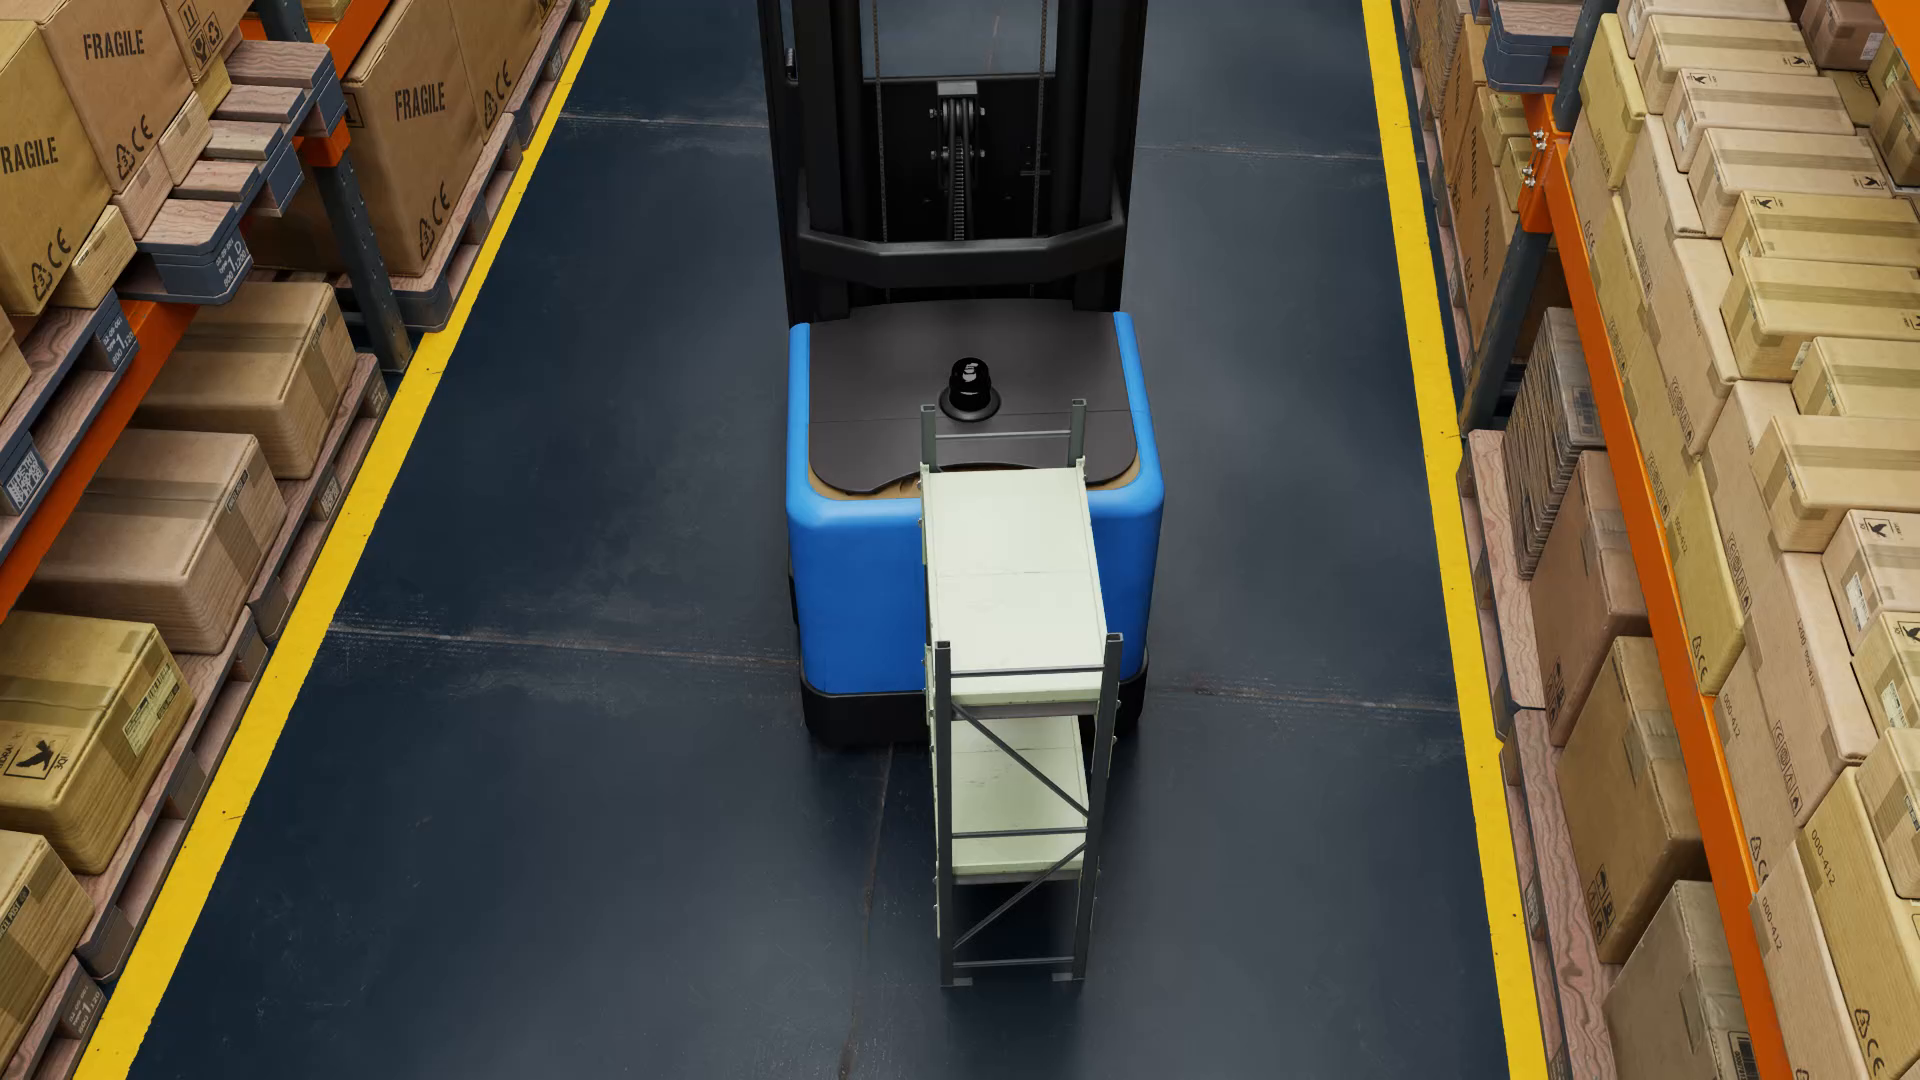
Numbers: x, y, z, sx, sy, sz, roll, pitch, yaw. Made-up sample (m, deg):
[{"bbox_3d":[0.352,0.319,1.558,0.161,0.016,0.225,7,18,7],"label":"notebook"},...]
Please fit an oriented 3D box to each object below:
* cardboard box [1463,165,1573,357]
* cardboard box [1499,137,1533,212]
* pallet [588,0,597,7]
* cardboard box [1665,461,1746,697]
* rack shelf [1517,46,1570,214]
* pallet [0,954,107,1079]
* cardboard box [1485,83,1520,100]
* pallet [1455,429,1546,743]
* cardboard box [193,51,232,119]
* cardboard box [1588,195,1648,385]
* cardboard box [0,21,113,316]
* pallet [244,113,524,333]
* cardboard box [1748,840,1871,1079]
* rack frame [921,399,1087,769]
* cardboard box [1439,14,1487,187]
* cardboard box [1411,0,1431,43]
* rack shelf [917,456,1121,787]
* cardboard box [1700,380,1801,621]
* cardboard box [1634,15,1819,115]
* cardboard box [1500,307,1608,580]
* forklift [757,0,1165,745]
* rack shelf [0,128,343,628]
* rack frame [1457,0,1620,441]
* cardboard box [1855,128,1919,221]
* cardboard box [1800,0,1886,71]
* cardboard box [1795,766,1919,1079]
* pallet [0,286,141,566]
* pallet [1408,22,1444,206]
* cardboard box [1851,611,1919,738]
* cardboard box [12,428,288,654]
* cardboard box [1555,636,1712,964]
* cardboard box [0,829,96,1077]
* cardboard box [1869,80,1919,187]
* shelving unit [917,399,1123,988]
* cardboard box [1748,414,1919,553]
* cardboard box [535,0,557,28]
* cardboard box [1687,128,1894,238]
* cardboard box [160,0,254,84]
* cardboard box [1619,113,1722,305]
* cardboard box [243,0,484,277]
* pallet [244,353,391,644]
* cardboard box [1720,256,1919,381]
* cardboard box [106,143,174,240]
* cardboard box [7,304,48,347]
[{"bbox_3d":[2.161,-1.011,6.051,0.500,0.500,0.500,5,48,5],"label":"cardboard box"},{"bbox_3d":[2.129,-1.285,5.862,0.380,0.149,0.250,2,48,2],"label":"cardboard box"},{"bbox_3d":[-2.238,-3.145,8.483,1.003,0.211,1.213,4,48,4],"label":"pallet"},{"bbox_3d":[1.913,0.102,3.726,0.500,0.250,0.500,5,48,5],"label":"cardboard box"},{"bbox_3d":[2.518,-2.614,6.596,1.077,0.370,4.000,4,48,4],"label":"rack shelf"},{"bbox_3d":[-2.902,1.590,4.153,1.003,0.211,1.213,4,48,4],"label":"pallet"},{"bbox_3d":[2.191,-1.678,6.222,0.380,0.149,0.250,2,48,2],"label":"cardboard box"},{"bbox_3d":[2.222,0.156,5.464,1.003,0.211,1.213,4,48,4],"label":"pallet"},{"bbox_3d":[-2.355,-1.317,4.807,0.380,0.149,0.250,5,48,4],"label":"cardboard box"},{"bbox_3d":[2.001,-0.658,4.421,0.500,0.250,0.500,3,48,3],"label":"cardboard box"},{"bbox_3d":[-2.453,-0.890,3.977,0.500,0.500,0.500,1,48,1],"label":"cardboard box"},{"bbox_3d":[-2.460,-1.352,6.843,1.003,0.211,1.213,4,48,4],"label":"pallet"},{"bbox_3d":[1.797,0.845,3.046,0.500,0.250,0.500,4,48,3],"label":"cardboard box"},{"bbox_3d":[0.105,0.180,4.569,0.400,1.500,0.023,-2,48,-2],"label":"rack frame"},{"bbox_3d":[2.262,-1.763,6.739,0.500,0.500,0.500,6,48,5],"label":"cardboard box"},{"bbox_3d":[2.344,-2.526,7.437,0.500,0.500,0.500,3,48,2],"label":"cardboard box"},{"bbox_3d":[0.126,0.187,4.034,0.431,0.370,0.720,-2,48,-2],"label":"rack shelf"},{"bbox_3d":[1.918,-0.068,3.542,0.500,0.250,0.500,4,48,4],"label":"cardboard box"},{"bbox_3d":[1.991,-1.230,4.335,0.380,0.149,0.250,5,48,4],"label":"cardboard box"},{"bbox_3d":[2.266,-0.270,5.289,0.875,0.625,0.625,5,48,5],"label":"cardboard box"},{"bbox_3d":[-0.035,-1.448,5.088,1.130,2.935,3.031,-2,48,-2],"label":"forklift"},{"bbox_3d":[-2.790,-0.006,4.210,1.077,0.370,4.000,4,48,4],"label":"rack shelf"},{"bbox_3d":[2.336,-1.388,4.986,1.000,3.000,0.127,4,48,4],"label":"rack frame"},{"bbox_3d":[2.527,-0.781,4.194,0.500,0.250,0.500,4,48,4],"label":"cardboard box"},{"bbox_3d":[2.508,-1.388,4.479,0.380,0.149,0.250,5,48,5],"label":"cardboard box"},{"bbox_3d":[1.801,0.677,2.861,0.500,0.250,0.500,3,48,3],"label":"cardboard box"},{"bbox_3d":[-2.747,-0.197,4.027,1.003,0.211,1.213,4,48,4],"label":"pallet"},{"bbox_3d":[2.556,-1.887,7.333,1.003,0.211,1.213,4,48,4],"label":"pallet"},{"bbox_3d":[1.840,0.276,2.958,0.380,0.149,0.250,3,48,3],"label":"cardboard box"},{"bbox_3d":[-2.728,-0.016,5.228,0.950,0.372,0.625,3,48,3],"label":"cardboard box"},{"bbox_3d":[2.153,0.705,4.397,0.875,0.625,0.625,2,48,2],"label":"cardboard box"},{"bbox_3d":[-2.864,1.052,4.251,0.950,0.372,0.625,7,48,6],"label":"cardboard box"},{"bbox_3d":[2.511,-1.002,4.126,0.380,0.149,0.250,4,48,3],"label":"cardboard box"},{"bbox_3d":[0.126,0.450,4.322,0.431,1.500,0.755,-2,48,-2],"label":"shelving unit"},{"bbox_3d":[1.816,-0.108,3.308,0.380,0.149,0.250,3,48,2],"label":"cardboard box"},{"bbox_3d":[-2.294,-2.957,7.577,0.875,0.875,0.875,5,48,5],"label":"cardboard box"},{"bbox_3d":[1.982,-0.846,3.984,0.380,0.149,0.250,4,48,4],"label":"cardboard box"},{"bbox_3d":[-2.372,-1.642,4.665,0.500,0.500,0.500,3,48,2],"label":"cardboard box"},{"bbox_3d":[2.006,-0.828,4.238,0.500,0.250,0.500,5,48,5],"label":"cardboard box"},{"bbox_3d":[-2.462,-1.645,6.377,0.875,0.875,0.875,3,48,3],"label":"cardboard box"},{"bbox_3d":[-2.680,-0.203,5.793,1.003,0.211,1.213,4,48,4],"label":"pallet"},{"bbox_3d":[1.907,-0.477,3.646,0.380,0.149,0.250,5,48,4],"label":"cardboard box"},{"bbox_3d":[-2.364,-0.944,4.467,0.380,0.149,0.250,2,48,2],"label":"cardboard box"},{"bbox_3d":[-2.524,-0.565,4.120,0.380,0.149,0.250,4,48,4],"label":"cardboard box"}]
